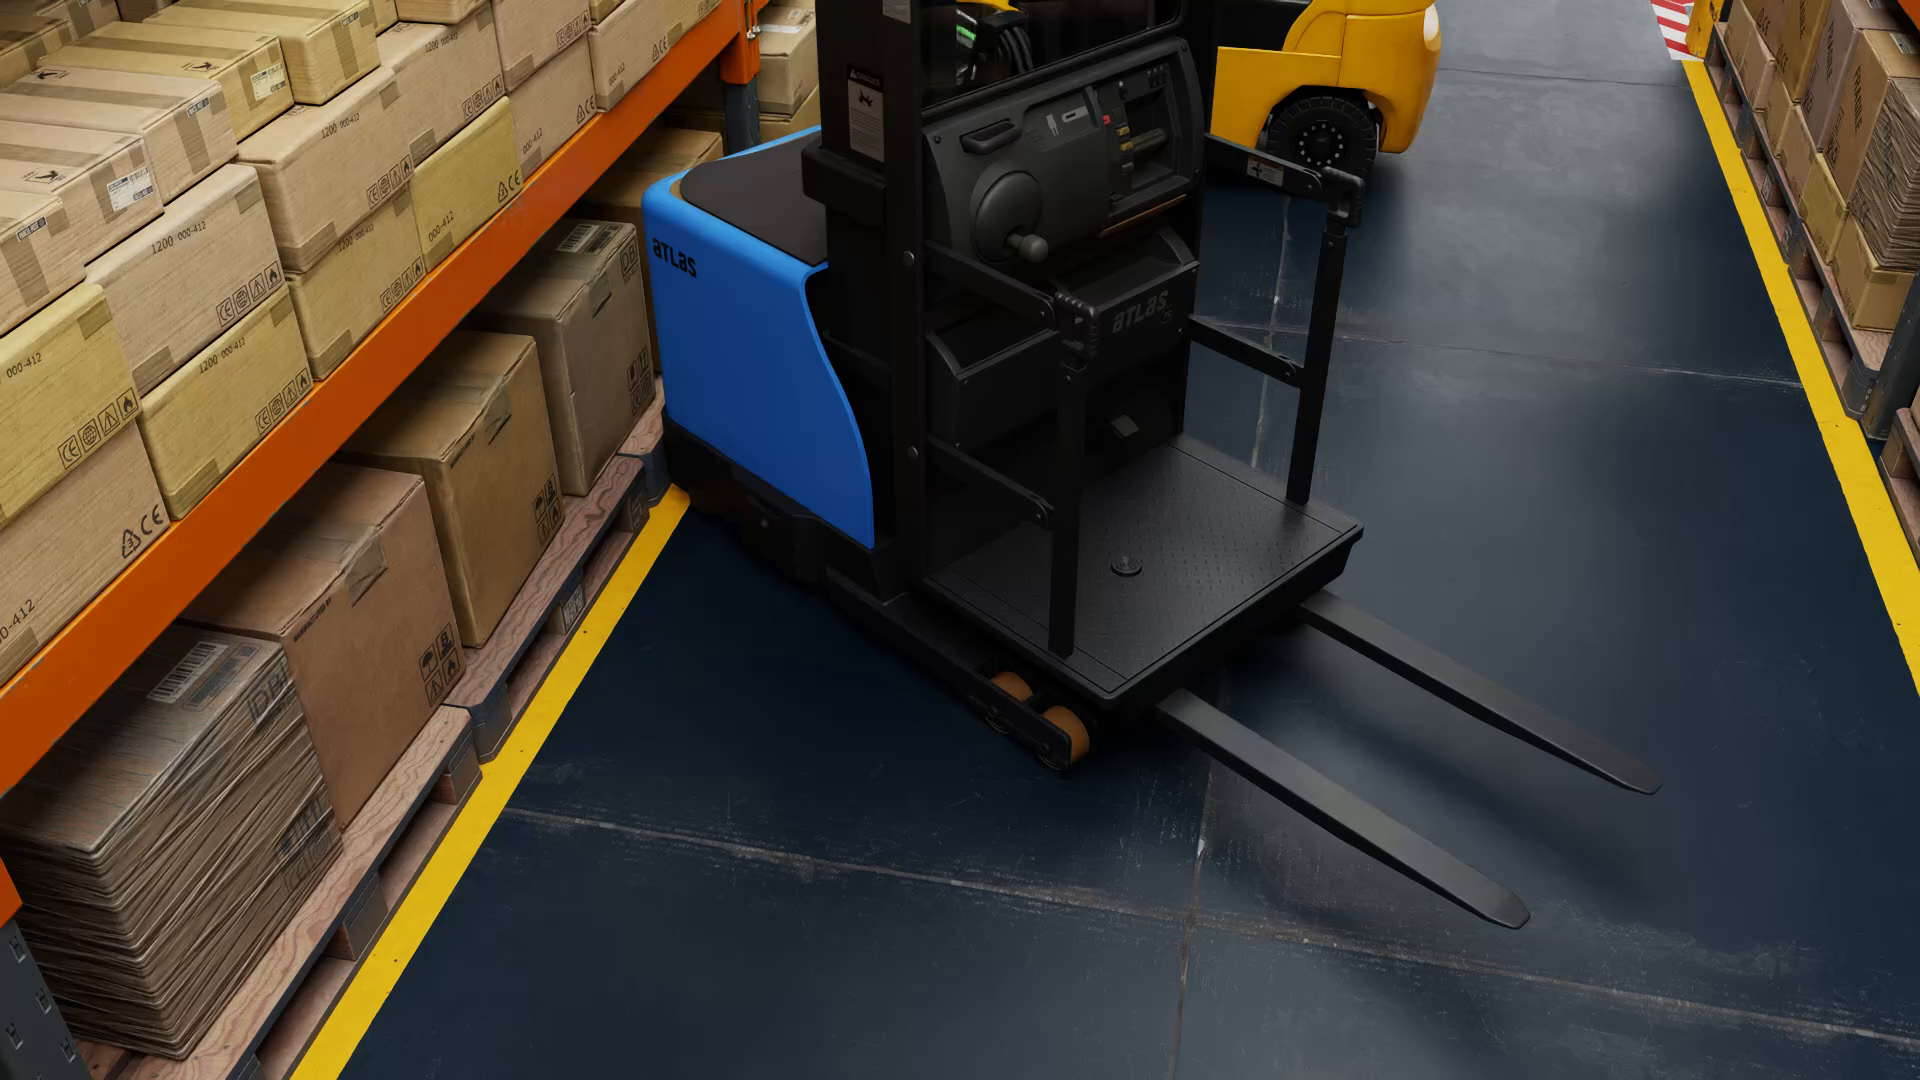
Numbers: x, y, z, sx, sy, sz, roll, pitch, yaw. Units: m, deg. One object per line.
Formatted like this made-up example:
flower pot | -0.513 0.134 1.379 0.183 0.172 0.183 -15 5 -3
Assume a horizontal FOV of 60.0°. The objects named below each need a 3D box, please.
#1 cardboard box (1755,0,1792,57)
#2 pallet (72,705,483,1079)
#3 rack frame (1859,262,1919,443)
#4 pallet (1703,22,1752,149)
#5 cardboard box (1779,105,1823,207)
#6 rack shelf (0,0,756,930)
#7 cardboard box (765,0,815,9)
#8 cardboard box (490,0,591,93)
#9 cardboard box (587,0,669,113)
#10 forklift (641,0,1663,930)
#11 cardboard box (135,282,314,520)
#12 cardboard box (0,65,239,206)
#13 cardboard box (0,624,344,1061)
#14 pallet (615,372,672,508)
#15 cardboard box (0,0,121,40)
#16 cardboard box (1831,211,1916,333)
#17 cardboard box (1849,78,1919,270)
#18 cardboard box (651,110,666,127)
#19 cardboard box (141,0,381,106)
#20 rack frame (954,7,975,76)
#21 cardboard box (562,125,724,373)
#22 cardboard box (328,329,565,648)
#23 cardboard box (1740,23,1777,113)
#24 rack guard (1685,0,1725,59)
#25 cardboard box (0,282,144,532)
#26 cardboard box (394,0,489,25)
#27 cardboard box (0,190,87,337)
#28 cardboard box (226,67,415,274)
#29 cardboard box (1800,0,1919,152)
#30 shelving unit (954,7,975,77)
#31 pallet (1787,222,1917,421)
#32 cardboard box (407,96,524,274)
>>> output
cardboard box | 3.921 -2.439 7.405 0.500 0.500 0.500 6 36 8
pallet | -1.870 0.808 3.955 1.003 0.211 1.213 7 37 10
rack frame | 3.621 -1.527 4.801 1.000 3.000 0.127 7 37 10
pallet | 4.251 -2.186 8.087 1.003 0.211 1.213 7 37 10
cardboard box | 3.701 -1.554 6.823 0.500 0.250 0.500 8 37 11
rack shelf | -1.657 -0.709 4.286 1.077 0.370 4.000 7 37 10
cardboard box | -0.700 -2.139 6.778 0.500 0.250 0.500 7 37 10
cardboard box | -1.302 -1.387 4.310 0.500 0.250 0.500 8 37 11
cardboard box | -1.183 -1.476 4.858 0.500 0.250 0.500 7 37 10
forklift | 0.430 -0.922 4.024 1.130 2.935 3.031 -29 45 -34
cardboard box | -1.638 -0.305 3.242 0.500 0.250 0.500 7 36 9
cardboard box | -1.599 -0.758 3.102 0.380 0.149 0.250 8 37 10
cardboard box | -1.937 0.582 3.557 0.875 0.625 0.625 8 37 11
pallet | -1.349 -0.591 5.885 1.003 0.211 1.213 7 37 10
cardboard box | -2.063 -1.117 3.597 0.380 0.149 0.250 7 36 9
cardboard box | 3.484 -0.956 5.999 0.500 0.250 0.500 9 37 12
cardboard box | 3.485 -1.260 5.779 0.500 0.500 0.500 7 36 9
cardboard box | -1.326 -1.711 6.614 0.500 0.250 0.500 7 36 9
cardboard box | -1.463 -1.044 3.497 0.380 0.149 0.250 8 37 11
rack frame | -0.170 -1.398 5.924 0.240 1.200 0.015 25 -5 -21
cardboard box | -1.330 -1.055 5.815 0.875 0.625 0.625 9 37 12
cardboard box | -1.662 -0.180 4.608 0.875 0.625 0.625 6 36 8
cardboard box | 3.916 -2.158 7.656 0.500 0.250 0.500 9 37 12
rack guard | 4.459 -2.765 8.638 1.175 0.500 0.348 7 37 10
cardboard box | -1.726 -0.216 2.694 0.500 0.250 0.500 7 37 10
cardboard box | -1.310 -1.329 3.889 0.380 0.149 0.250 6 36 9
cardboard box | -1.672 -0.456 2.685 0.380 0.149 0.250 8 37 11
cardboard box | -1.513 -0.804 3.505 0.500 0.250 0.500 6 36 9
cardboard box | 3.700 -1.845 6.585 0.500 0.500 0.500 9 37 12
shelving unit | -0.257 -1.415 6.152 0.258 1.200 0.503 25 -5 -21
pallet | 3.729 -0.787 6.157 1.003 0.211 1.213 7 37 10
cardboard box | -1.422 -0.898 4.061 0.500 0.250 0.500 8 37 11
